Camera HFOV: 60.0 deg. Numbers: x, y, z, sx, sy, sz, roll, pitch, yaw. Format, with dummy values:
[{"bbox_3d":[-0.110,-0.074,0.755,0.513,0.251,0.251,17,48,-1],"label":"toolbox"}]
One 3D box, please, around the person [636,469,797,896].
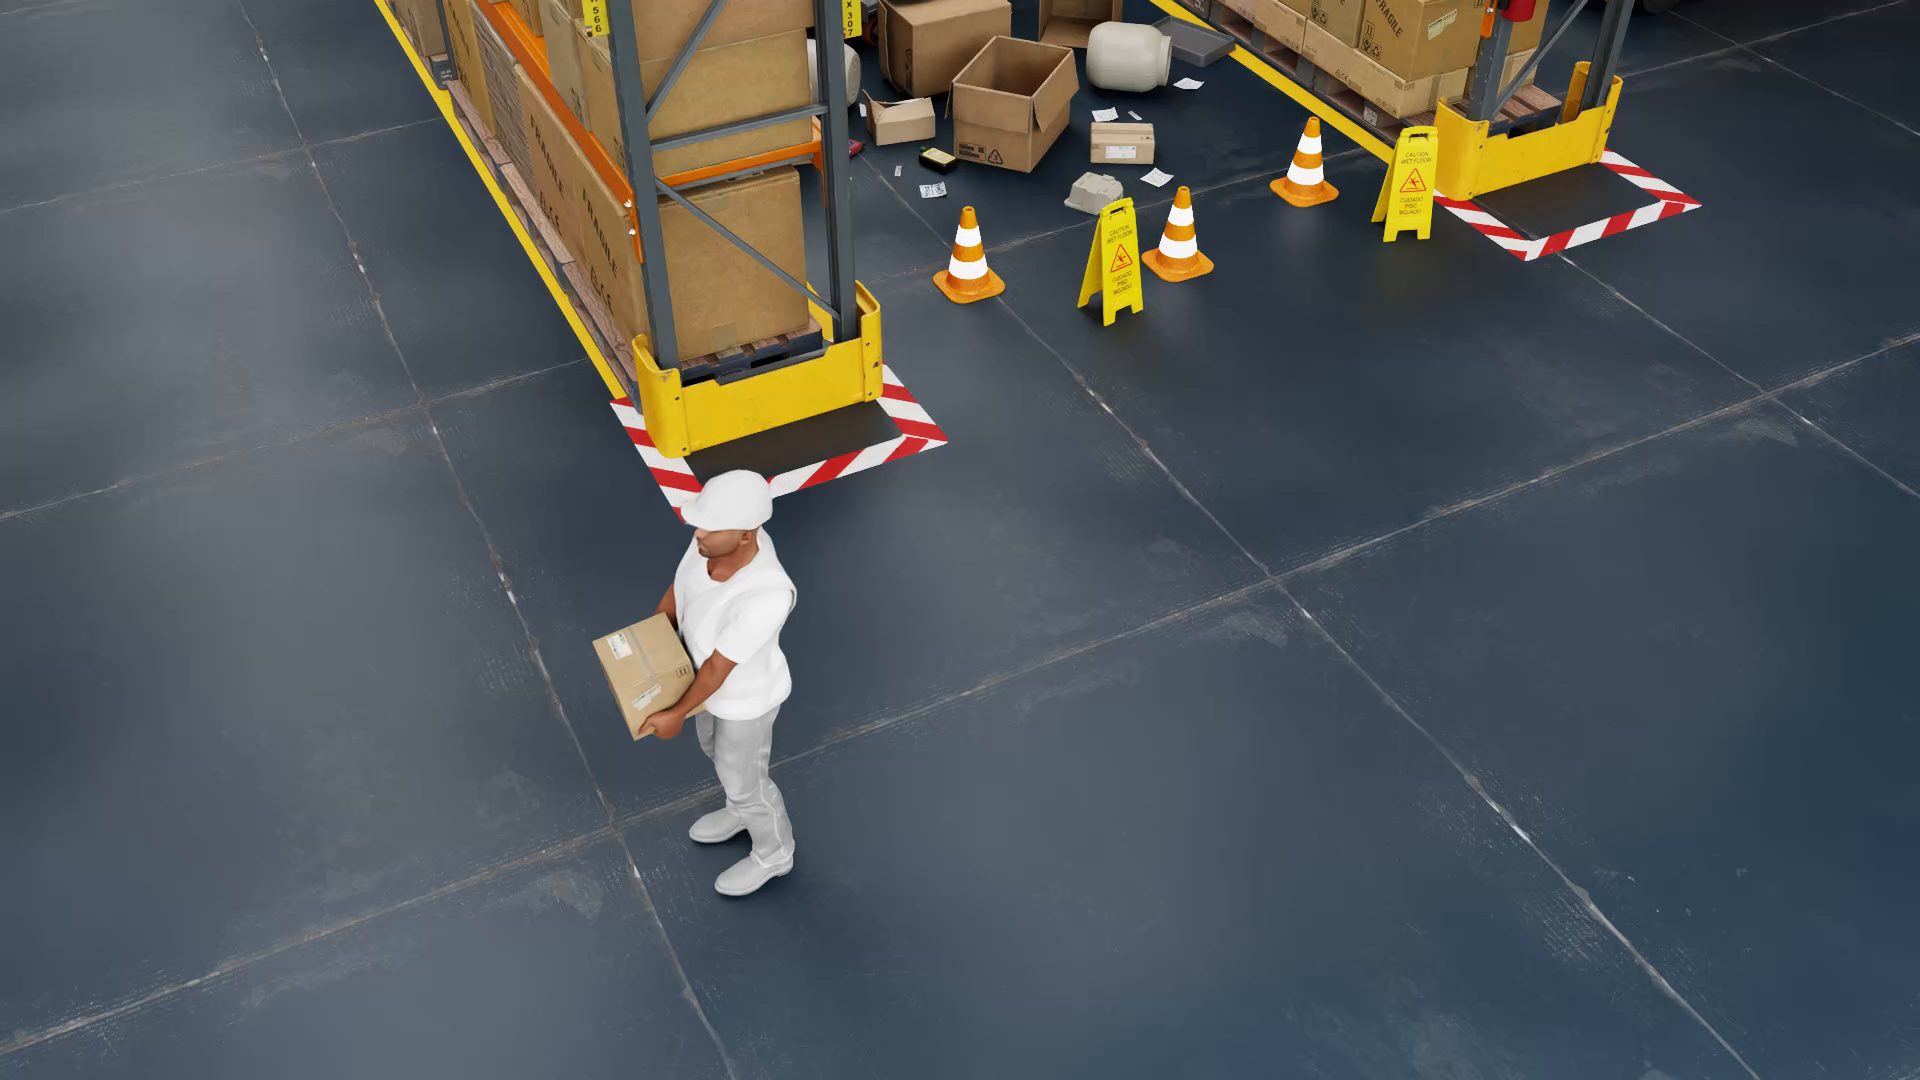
[{"bbox_3d":[-0.835,0.511,5.557,0.577,1.760,0.503,-18,44,-20],"label":"person"}]
